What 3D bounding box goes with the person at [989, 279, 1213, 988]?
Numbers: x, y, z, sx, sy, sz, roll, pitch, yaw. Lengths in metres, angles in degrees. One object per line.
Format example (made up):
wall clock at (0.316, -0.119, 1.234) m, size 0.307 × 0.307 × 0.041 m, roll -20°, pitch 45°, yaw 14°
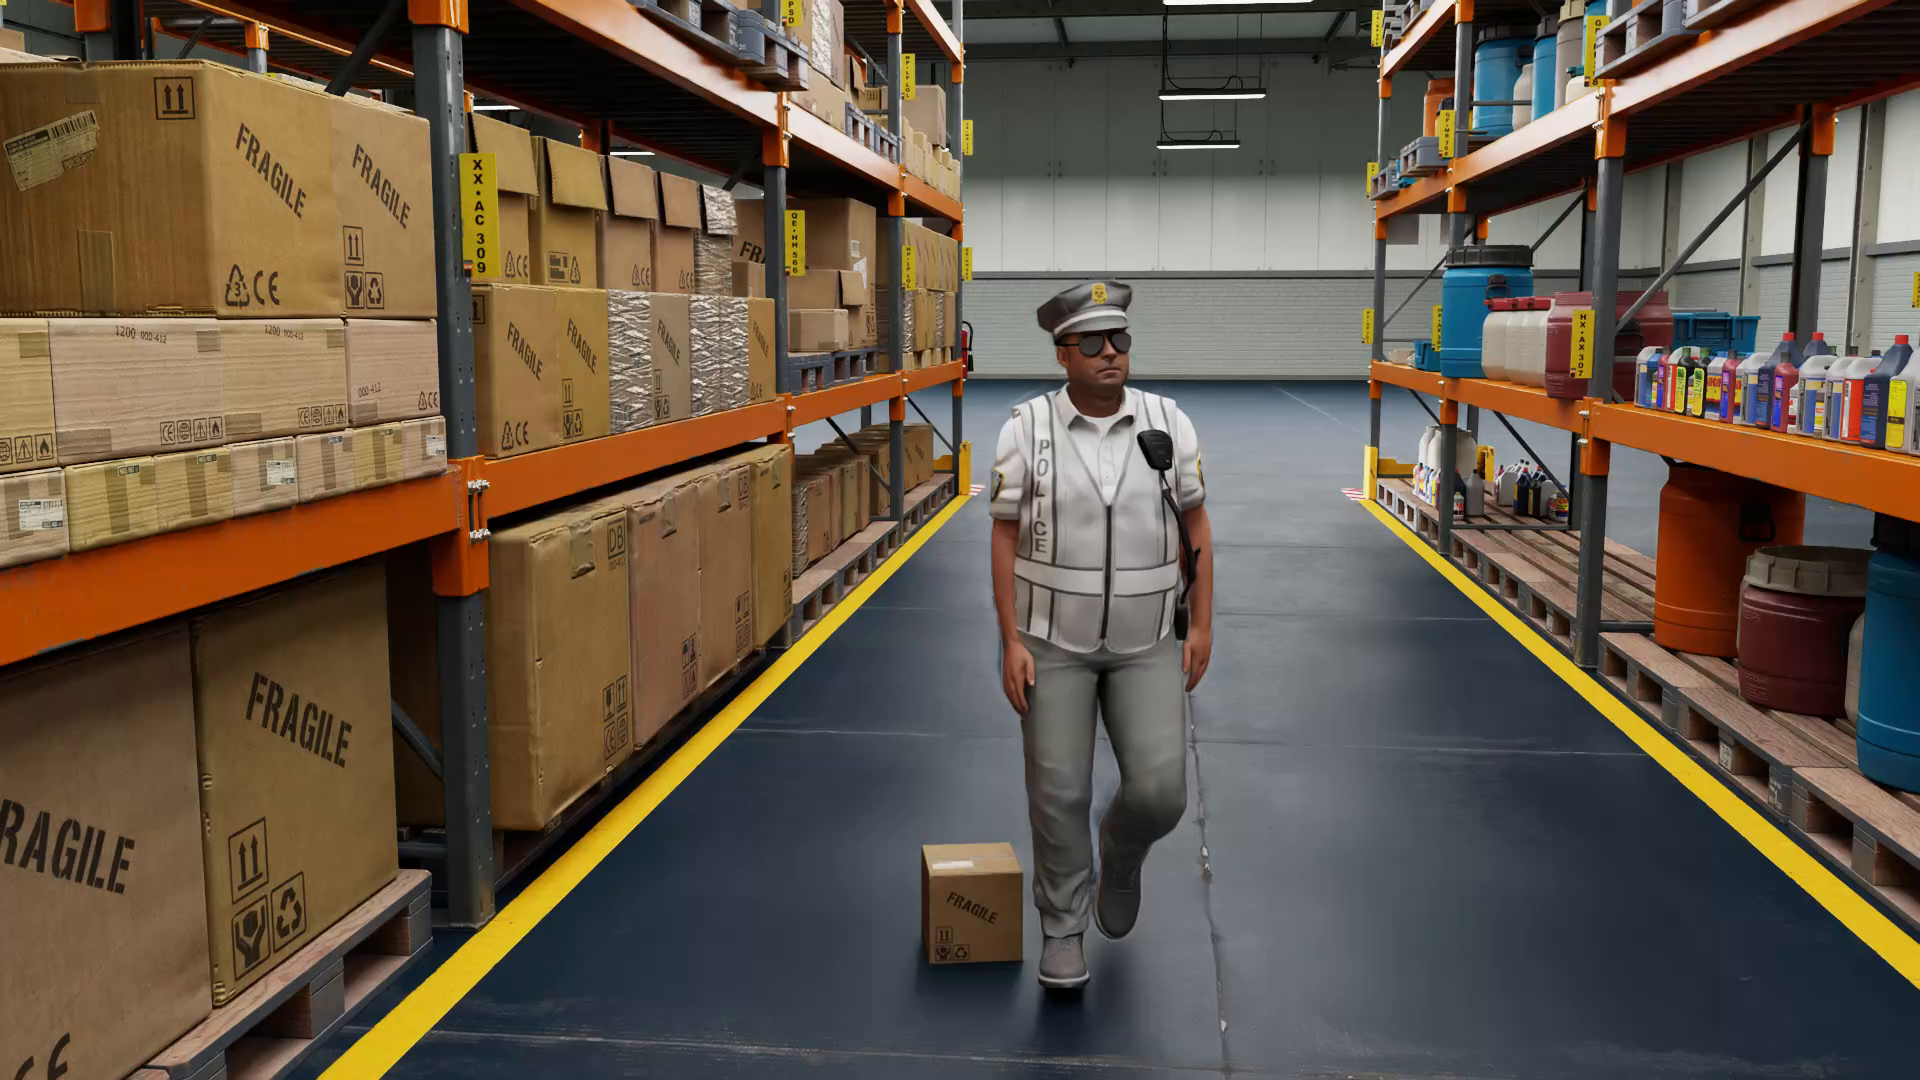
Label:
person at (0.361, 0.226, 4.250) m, size 0.579 × 1.759 × 0.530 m, roll 0°, pitch 8°, yaw -3°
